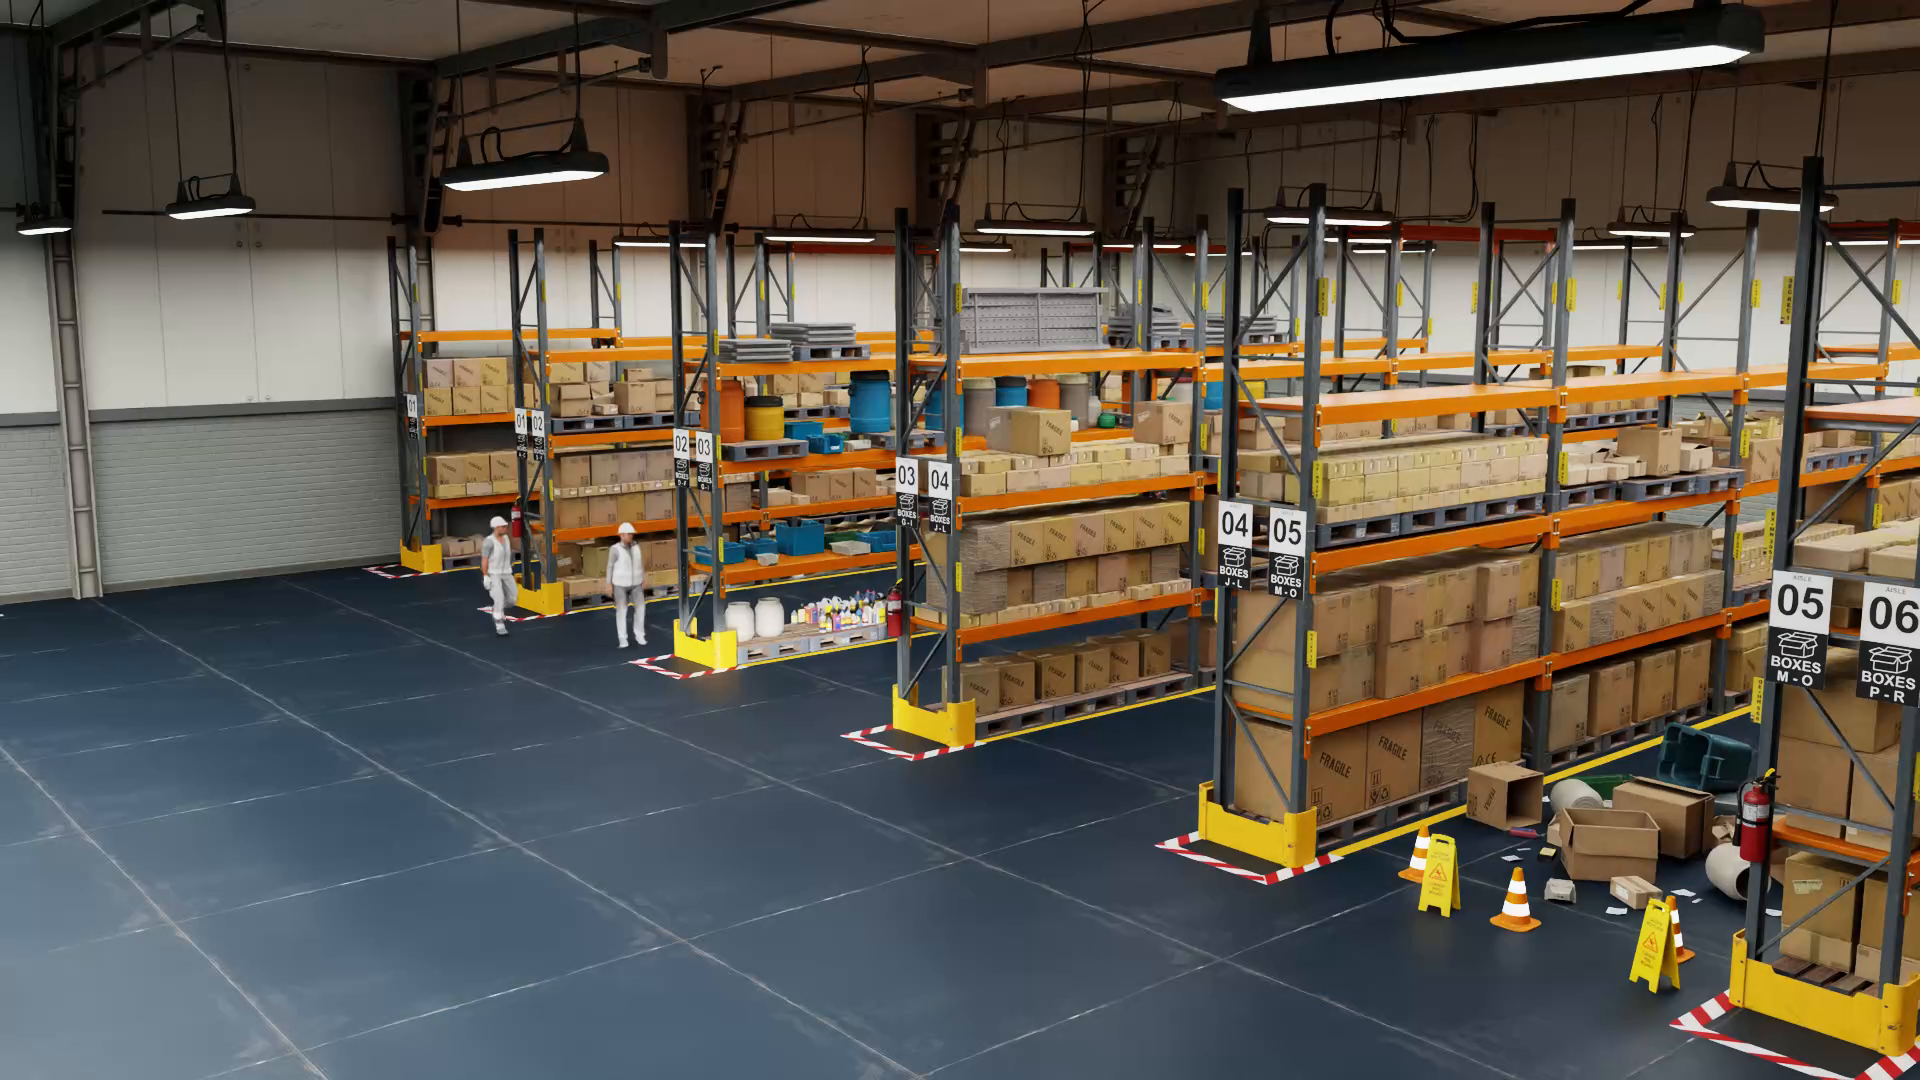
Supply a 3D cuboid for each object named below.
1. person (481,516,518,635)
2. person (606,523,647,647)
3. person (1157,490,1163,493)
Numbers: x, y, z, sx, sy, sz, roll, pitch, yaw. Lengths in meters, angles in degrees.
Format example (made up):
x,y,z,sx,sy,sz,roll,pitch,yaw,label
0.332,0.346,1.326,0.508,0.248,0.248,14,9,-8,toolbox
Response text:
x,y,z,sx,sy,sz,roll,pitch,yaw,label
-6.883,0.504,24.653,0.557,1.756,0.689,-7,11,-38,person
-4.791,0.663,23.889,0.600,1.833,0.359,-7,11,-39,person
3.894,-0.482,31.172,1.002,1.744,0.605,-5,10,-29,person
